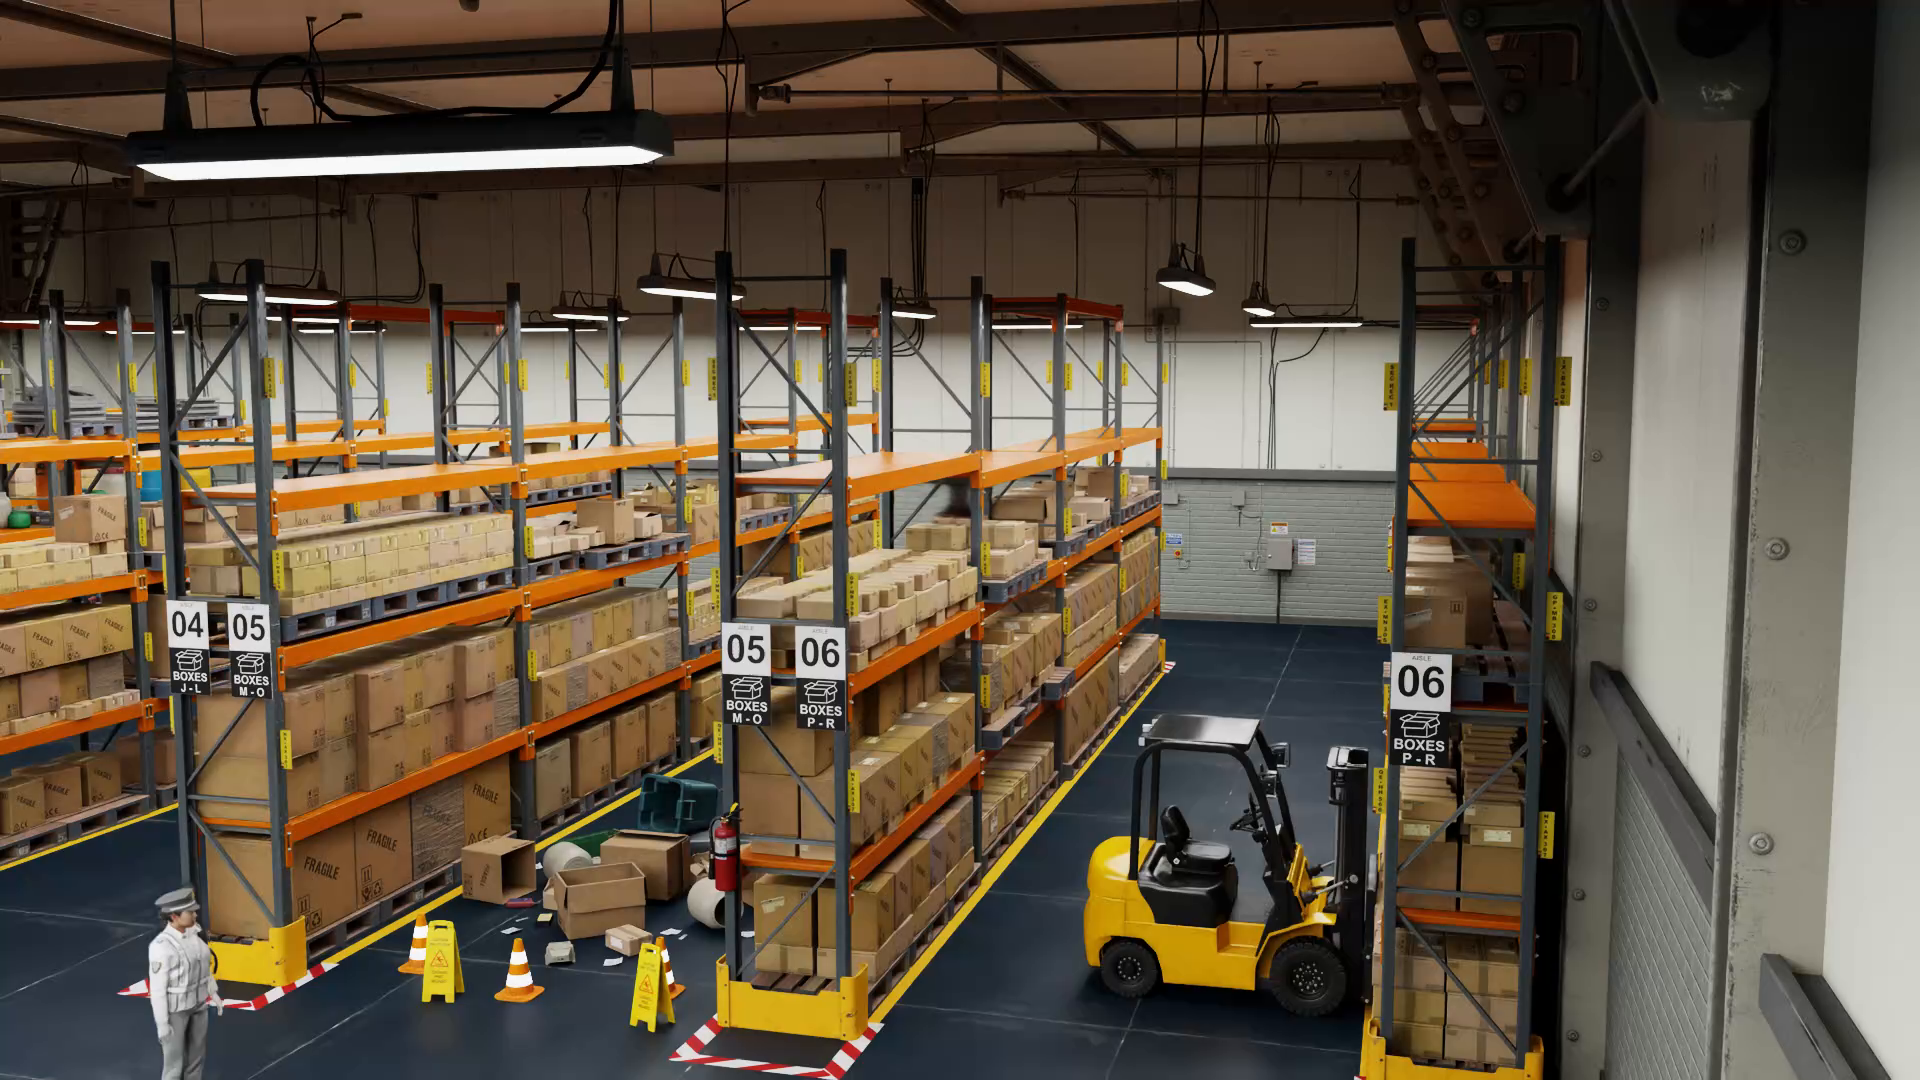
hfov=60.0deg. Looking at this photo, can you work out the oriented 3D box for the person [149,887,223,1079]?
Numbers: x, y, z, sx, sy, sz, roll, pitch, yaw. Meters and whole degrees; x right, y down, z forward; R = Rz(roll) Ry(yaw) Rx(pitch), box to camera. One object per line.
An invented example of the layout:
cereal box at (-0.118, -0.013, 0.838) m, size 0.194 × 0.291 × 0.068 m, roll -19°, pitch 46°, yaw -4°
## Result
person at (-5.222, 3.153, 11.174) m, size 0.346 × 1.684 × 0.514 m, roll 1°, pitch 6°, yaw 14°
